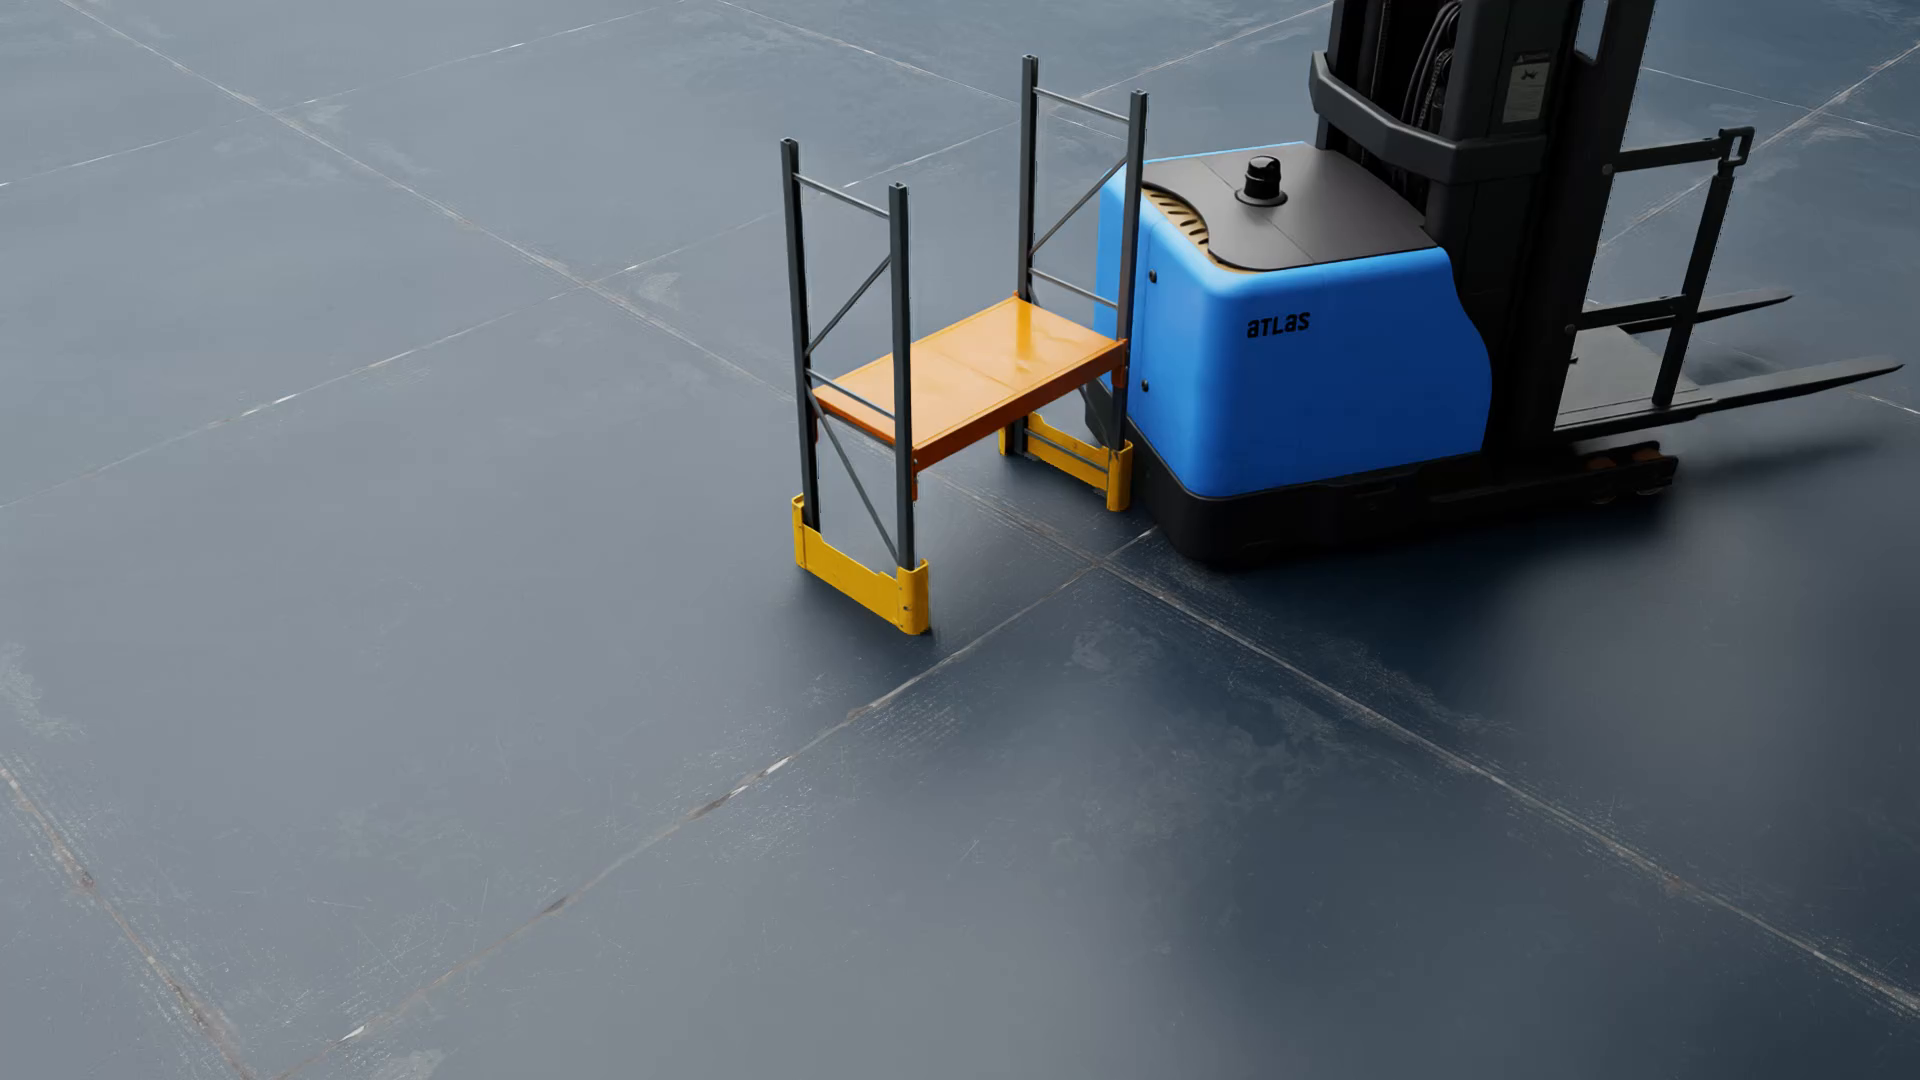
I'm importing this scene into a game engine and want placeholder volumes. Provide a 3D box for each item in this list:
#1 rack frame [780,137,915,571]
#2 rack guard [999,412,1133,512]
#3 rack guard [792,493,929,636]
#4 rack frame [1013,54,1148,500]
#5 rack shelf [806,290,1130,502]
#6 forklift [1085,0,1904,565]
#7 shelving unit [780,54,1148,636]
[{"bbox_3d":[-0.330,-0.439,5.069,0.500,1.500,0.032,30,45,35],"label":"rack frame"},{"bbox_3d":[0.374,-0.331,6.005,0.587,0.250,0.087,30,45,35],"label":"rack guard"},{"bbox_3d":[-0.329,0.073,5.427,0.587,0.250,0.087,30,45,35],"label":"rack guard"},{"bbox_3d":[0.388,-0.851,5.659,0.500,1.500,0.032,30,45,35],"label":"rack frame"},{"bbox_3d":[0.029,-0.498,5.467,0.538,0.185,1.000,30,45,35],"label":"rack shelf"},{"bbox_3d":[2.045,-1.607,5.492,3.031,2.935,1.130,-10,36,-14],"label":"forklift"},{"bbox_3d":[0.023,-0.641,5.359,0.587,1.500,1.083,30,45,35],"label":"shelving unit"}]
